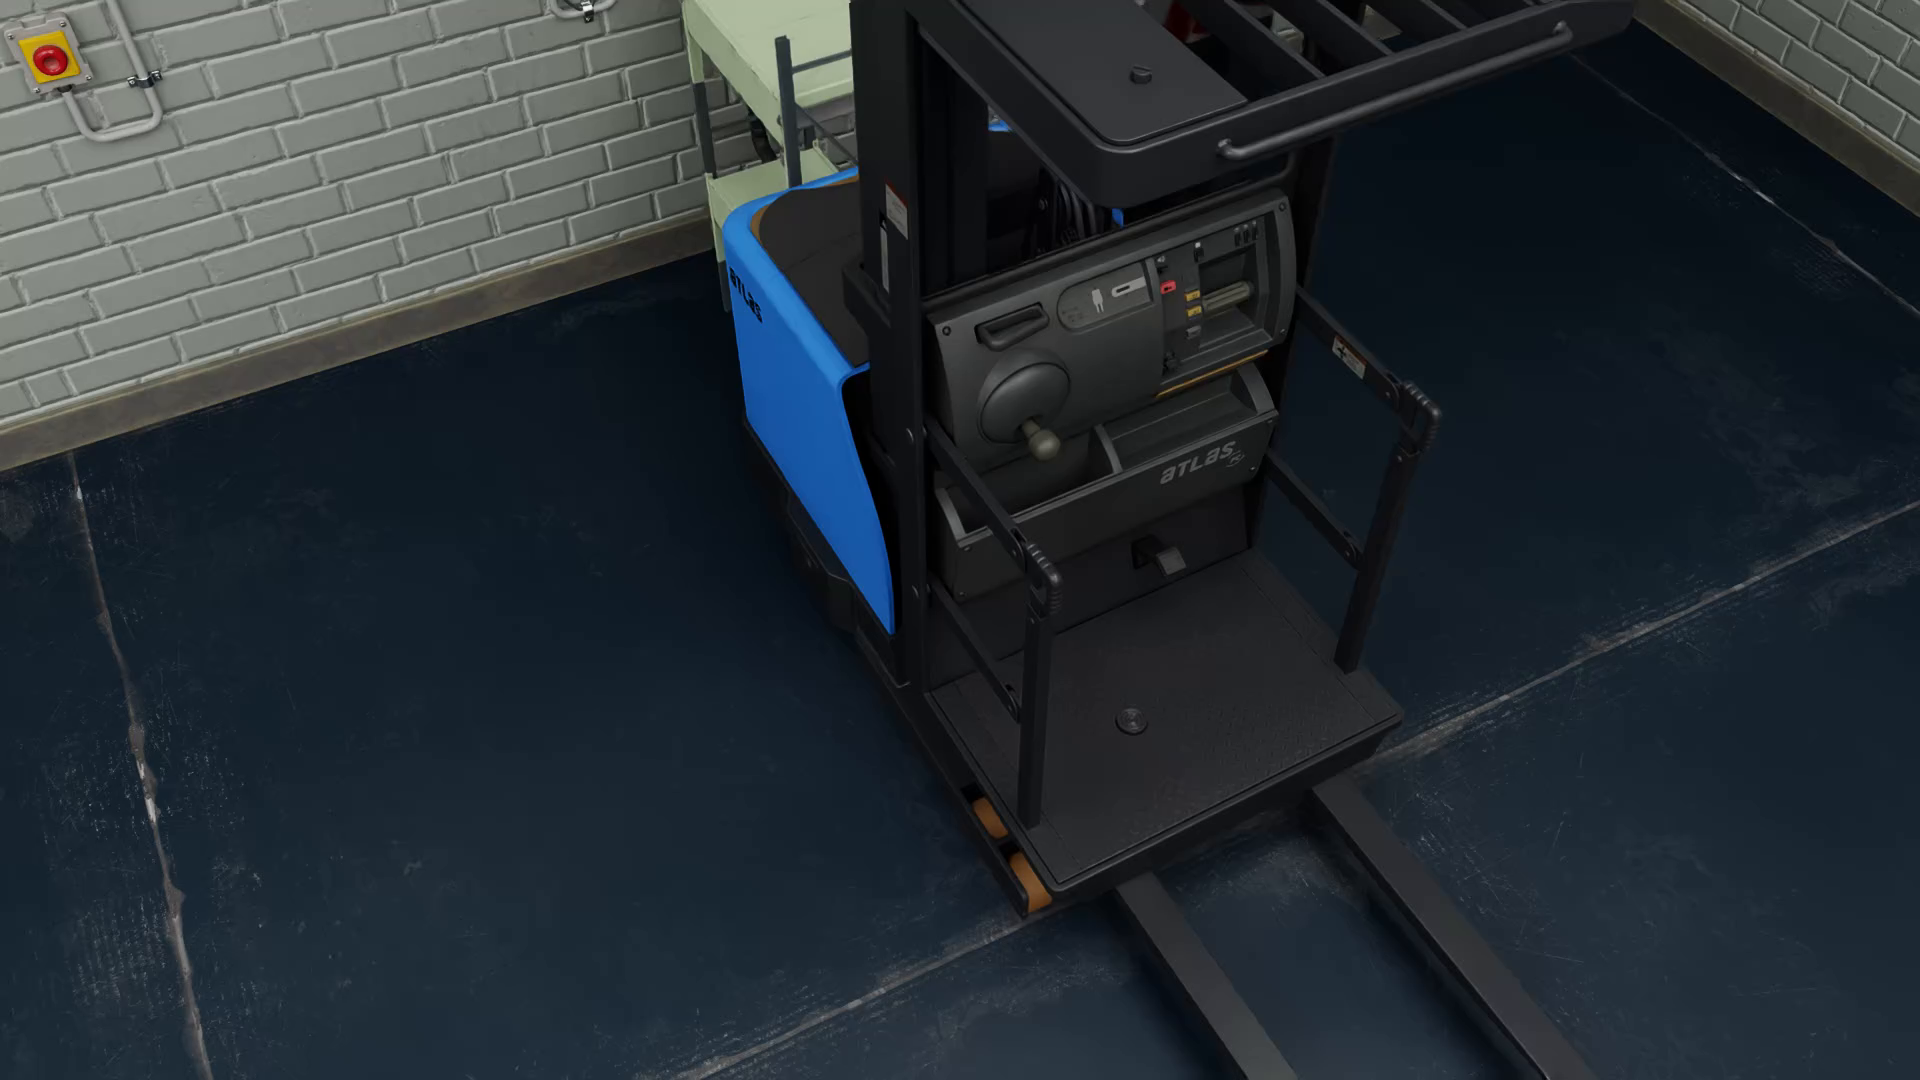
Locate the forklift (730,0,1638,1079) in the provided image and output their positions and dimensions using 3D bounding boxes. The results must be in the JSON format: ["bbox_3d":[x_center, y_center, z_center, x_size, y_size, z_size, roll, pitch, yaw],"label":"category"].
[{"bbox_3d":[0.489,-0.320,3.641,1.107,2.843,2.937,-23,53,-19],"label":"forklift"}]

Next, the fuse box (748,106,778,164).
[{"bbox_3d":[-0.623,-1.612,5.523,0.539,1.711,0.414,-21,52,-18],"label":"fuse box"}]

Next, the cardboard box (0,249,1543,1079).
[{"bbox_3d":[0.162,3.641,1.036,6.103,1.550,13.522,-22,52,-18],"label":"cardboard box"}]

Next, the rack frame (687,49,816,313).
[{"bbox_3d":[-0.668,-1.388,5.468,0.400,1.500,0.023,-23,53,-19],"label":"rack frame"}]

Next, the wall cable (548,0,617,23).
[{"bbox_3d":[-1.302,-2.241,4.542,0.588,1.984,0.122,-21,52,-18],"label":"wall cable"}]

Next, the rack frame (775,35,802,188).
[{"bbox_3d":[-0.314,-0.907,5.046,0.400,1.500,0.023,-23,53,-19],"label":"rack frame"}]

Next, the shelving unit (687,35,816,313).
[{"bbox_3d":[-0.491,-1.147,5.257,0.400,1.500,0.755,-23,53,-19],"label":"shelving unit"}]
